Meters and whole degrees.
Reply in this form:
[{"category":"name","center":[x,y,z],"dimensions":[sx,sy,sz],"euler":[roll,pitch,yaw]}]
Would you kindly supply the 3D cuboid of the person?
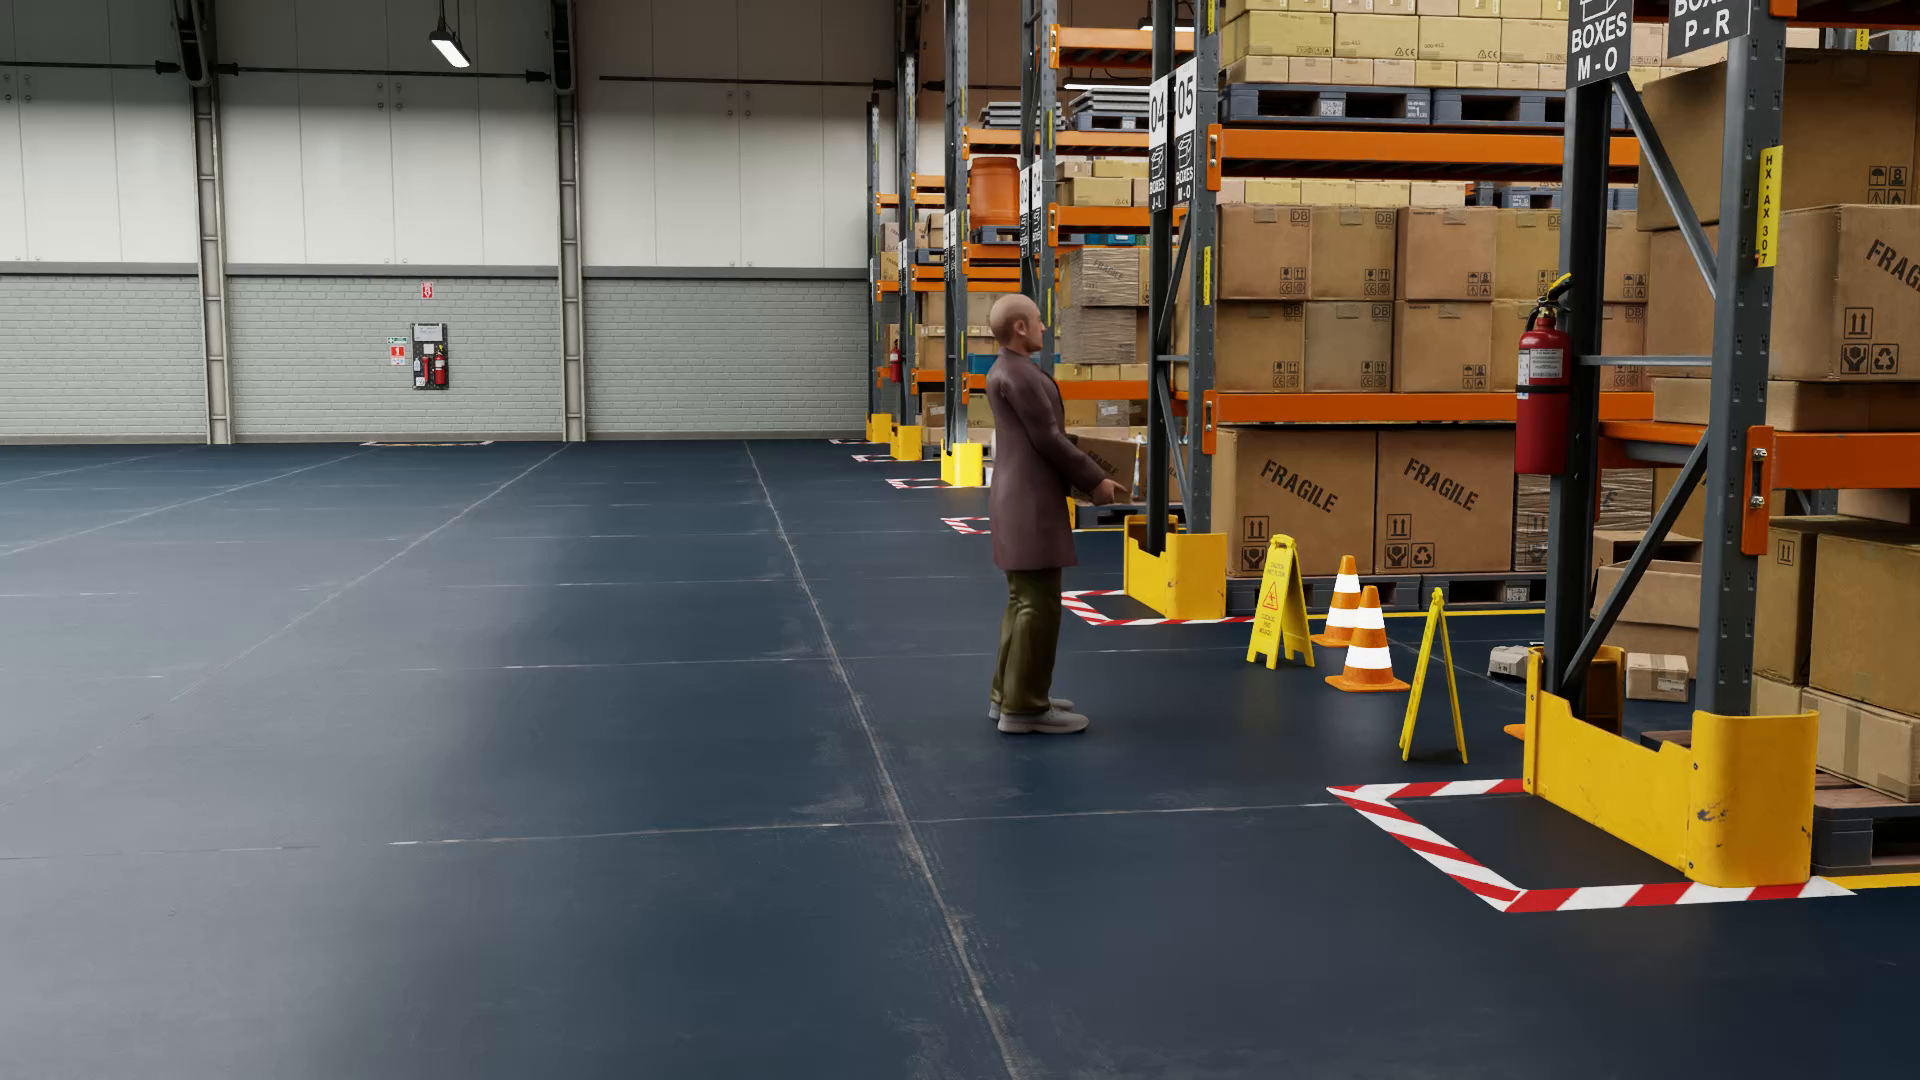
[{"category":"person","center":[0.387,-0.114,6.826],"dimensions":[0.558,1.773,0.528],"euler":[-1,6,-8]}]
